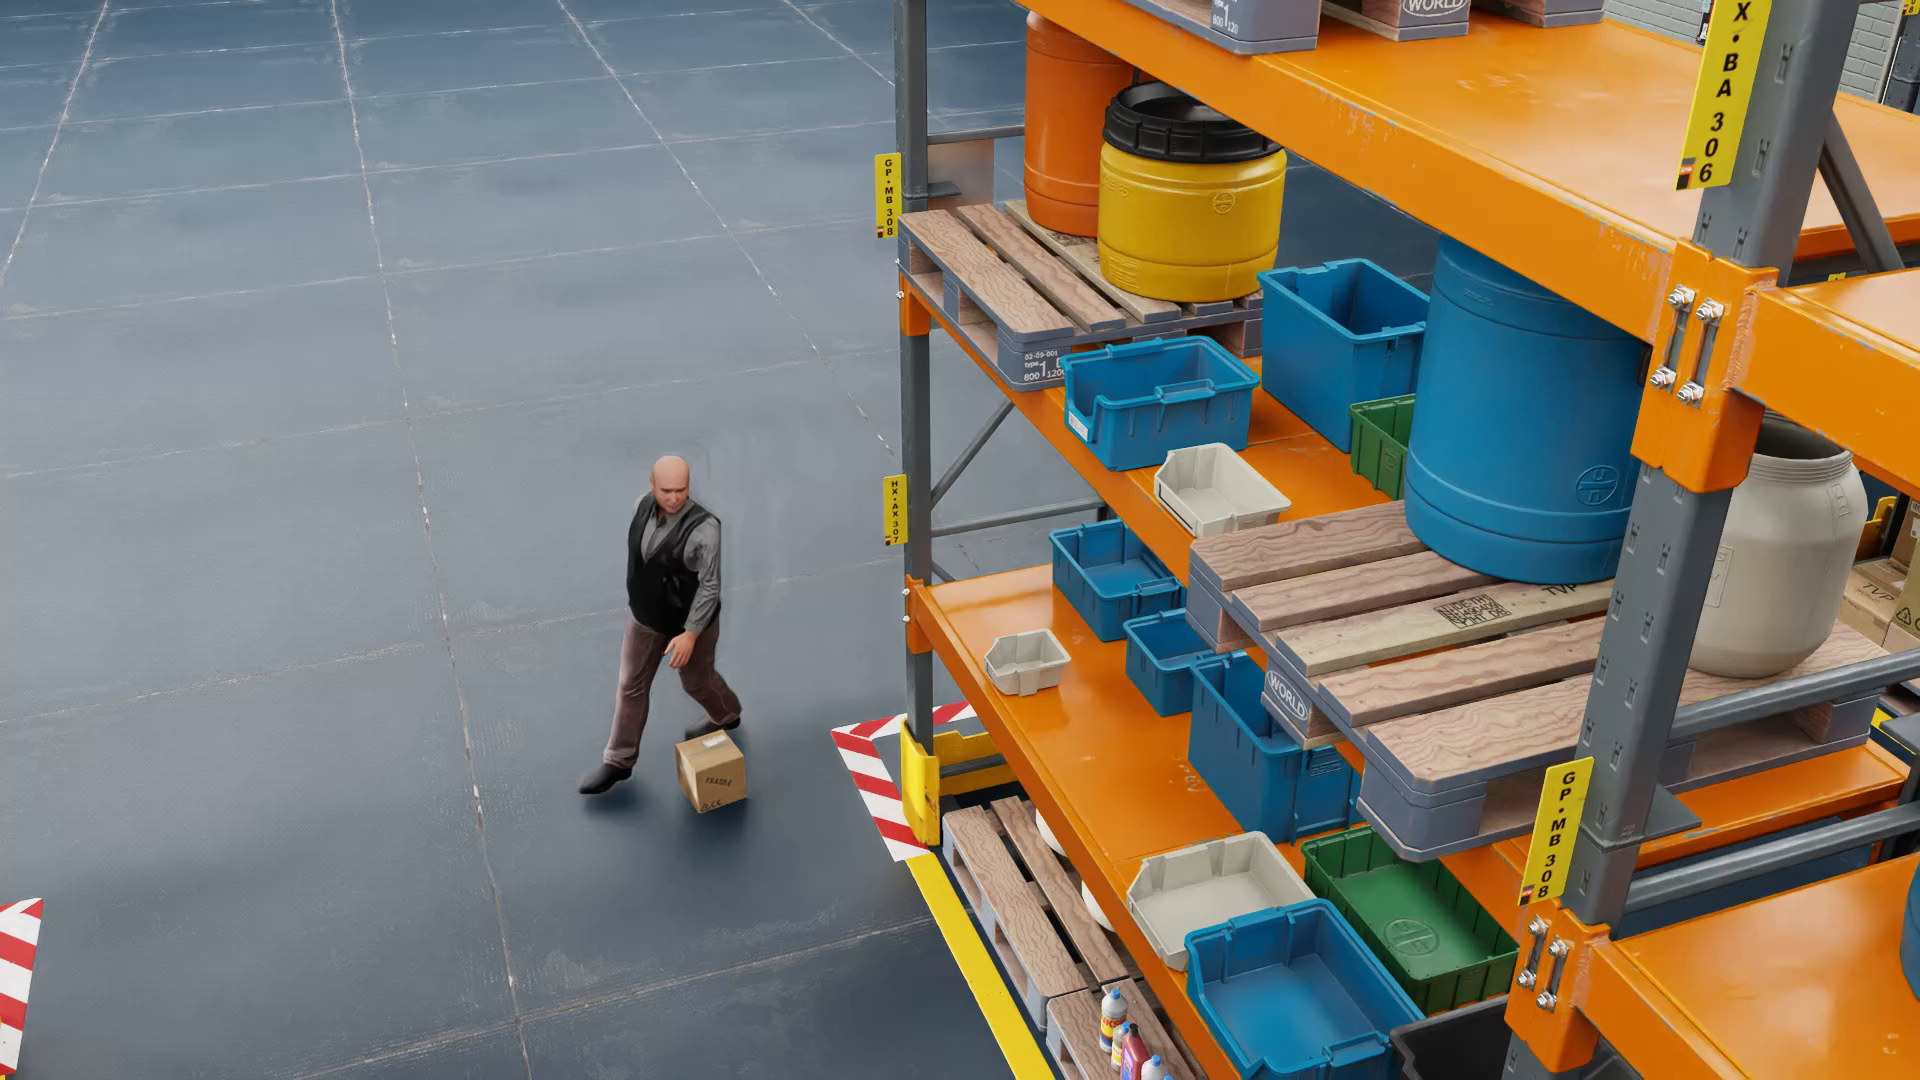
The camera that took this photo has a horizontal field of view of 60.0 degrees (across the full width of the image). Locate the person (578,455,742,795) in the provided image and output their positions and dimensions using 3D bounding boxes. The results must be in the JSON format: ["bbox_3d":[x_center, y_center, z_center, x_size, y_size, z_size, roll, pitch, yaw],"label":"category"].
[{"bbox_3d":[-1.358,0.379,7.692,0.575,1.667,0.913,17,34,27],"label":"person"}]
